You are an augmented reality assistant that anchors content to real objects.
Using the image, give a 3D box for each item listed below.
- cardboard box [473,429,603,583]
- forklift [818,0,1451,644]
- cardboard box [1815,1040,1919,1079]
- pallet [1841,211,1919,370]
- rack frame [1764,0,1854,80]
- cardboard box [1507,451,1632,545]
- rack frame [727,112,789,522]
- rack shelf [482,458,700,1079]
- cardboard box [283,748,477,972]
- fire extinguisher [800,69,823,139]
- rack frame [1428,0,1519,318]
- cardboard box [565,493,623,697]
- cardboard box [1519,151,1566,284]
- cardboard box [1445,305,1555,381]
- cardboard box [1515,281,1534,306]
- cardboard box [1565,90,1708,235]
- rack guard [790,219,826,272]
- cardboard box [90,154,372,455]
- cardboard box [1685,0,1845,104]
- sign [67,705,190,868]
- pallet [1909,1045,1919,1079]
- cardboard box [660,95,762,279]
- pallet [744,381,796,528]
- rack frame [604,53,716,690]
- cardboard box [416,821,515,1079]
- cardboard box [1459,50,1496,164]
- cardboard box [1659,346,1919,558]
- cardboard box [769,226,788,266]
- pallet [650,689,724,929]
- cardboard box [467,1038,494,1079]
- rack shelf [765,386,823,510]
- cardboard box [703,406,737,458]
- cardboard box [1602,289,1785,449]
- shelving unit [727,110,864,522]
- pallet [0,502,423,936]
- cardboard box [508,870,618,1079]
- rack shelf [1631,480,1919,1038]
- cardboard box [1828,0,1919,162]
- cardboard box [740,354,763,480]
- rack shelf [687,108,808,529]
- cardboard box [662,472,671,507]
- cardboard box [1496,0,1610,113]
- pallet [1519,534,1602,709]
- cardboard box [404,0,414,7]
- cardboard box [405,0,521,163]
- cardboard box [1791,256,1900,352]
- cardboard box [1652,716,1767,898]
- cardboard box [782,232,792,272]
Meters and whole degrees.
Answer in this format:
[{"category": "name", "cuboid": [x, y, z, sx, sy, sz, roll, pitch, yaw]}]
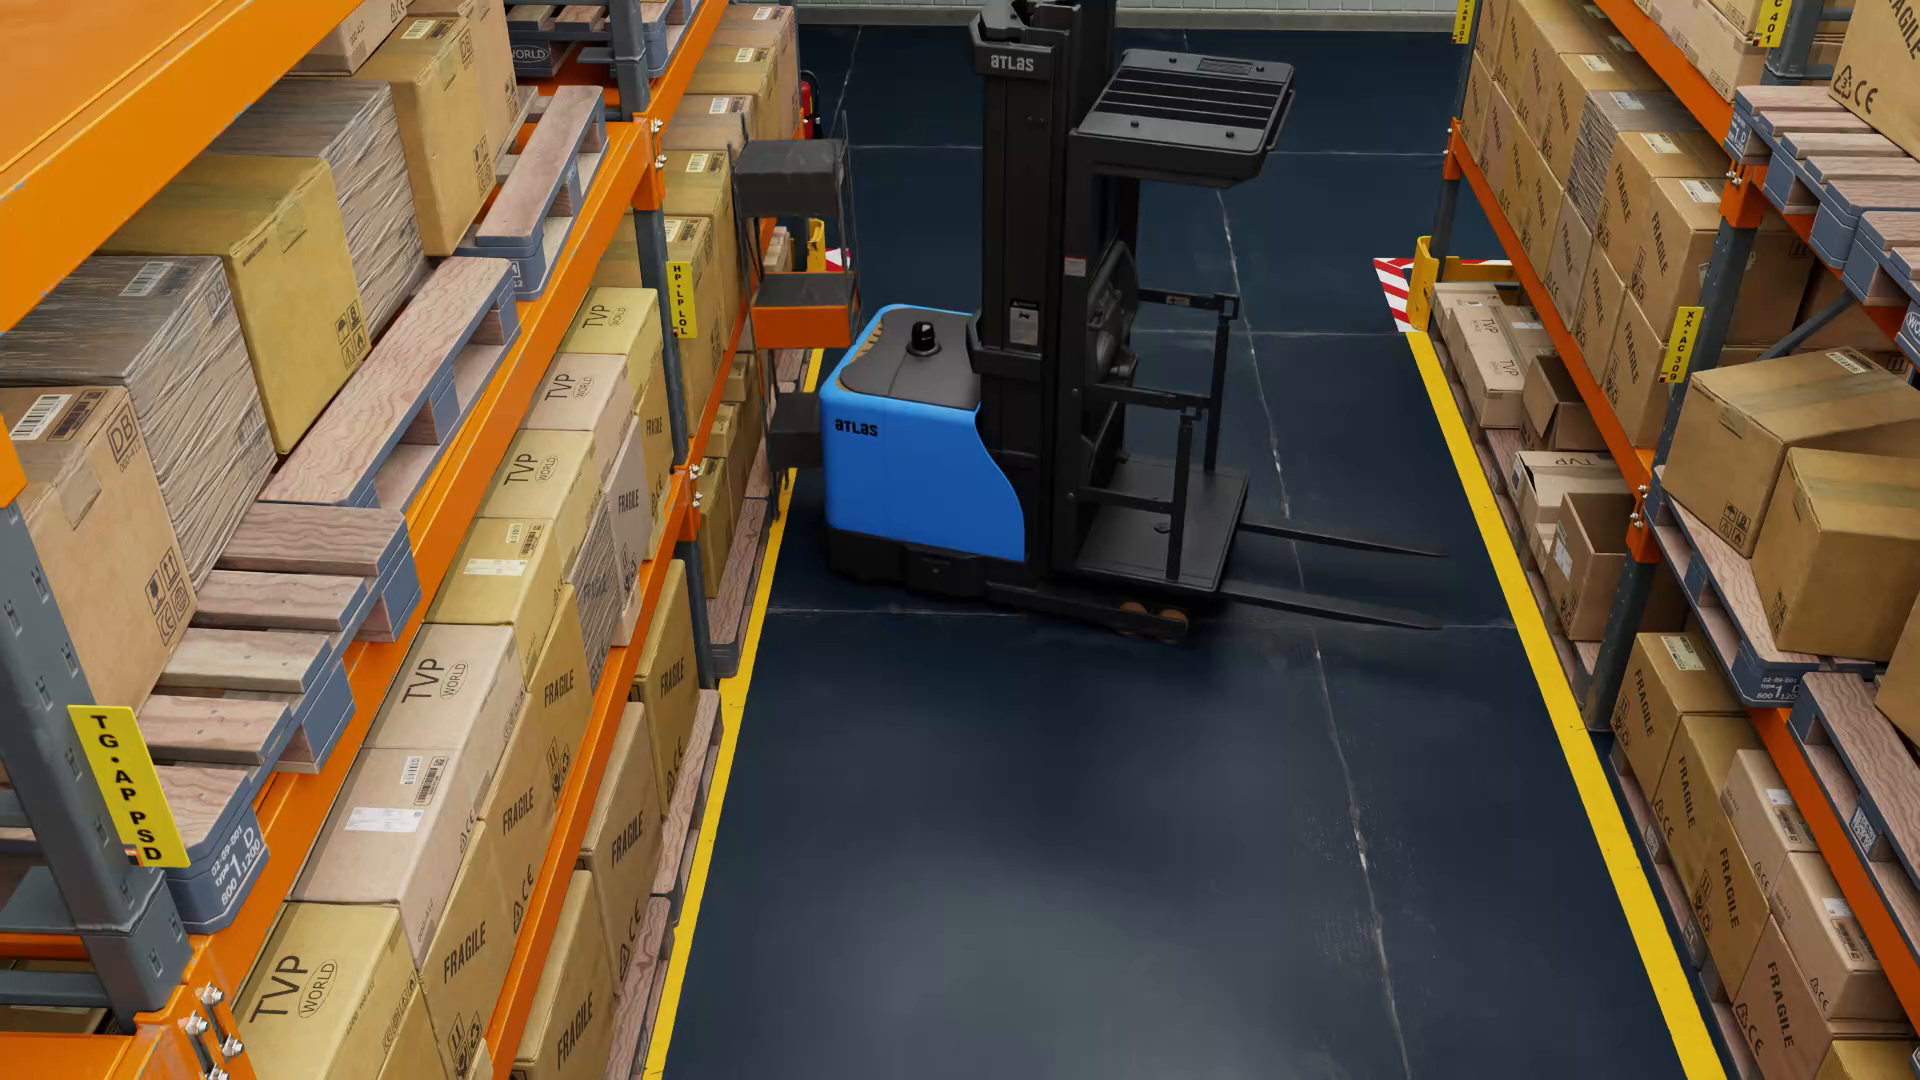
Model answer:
[{"category": "cardboard box", "cuboid": [-1.443, -0.116, 5.236, 0.500, 0.250, 0.500, 2, 35, 3]}, {"category": "forklift", "cuboid": [0.889, -1.043, 7.631, 3.031, 2.935, 1.130, 10, 36, 14]}, {"category": "cardboard box", "cuboid": [2.984, 1.914, 5.155, 0.500, 0.500, 0.500, 0, 35, 0]}, {"category": "pallet", "cuboid": [3.186, -0.568, 4.450, 1.213, 0.211, 1.003, 1, 35, 2]}, {"category": "rack frame", "cuboid": [3.321, -2.841, 4.912, 1.000, 3.000, 0.127, 1, 35, 2]}, {"category": "cardboard box", "cuboid": [3.090, -0.231, 8.372, 0.500, 0.311, 0.500, 1, 35, 2]}, {"category": "rack frame", "cuboid": [-1.005, -1.071, 8.392, 0.015, 2.100, 0.400, 0, 35, 4]}, {"category": "rack shelf", "cuboid": [-1.709, 0.944, 5.369, 1.077, 0.370, 4.000, 1, 35, 2]}, {"category": "cardboard box", "cuboid": [-1.493, 0.758, 3.993, 0.500, 0.250, 0.500, 1, 35, 1]}, {"category": "fire extinguisher", "cuboid": [-1.001, -2.689, 10.305, 0.296, 0.674, 0.183, 1, 35, 2]}, {"category": "rack frame", "cuboid": [3.481, -2.685, 9.907, 1.000, 3.000, 0.127, 1, 35, 2]}, {"category": "cardboard box", "cuboid": [-1.435, 0.183, 5.464, 0.500, 0.500, 0.500, 1, 35, 2]}, {"category": "cardboard box", "cuboid": [3.140, -1.605, 8.284, 0.500, 0.500, 0.500, 2, 35, 3]}, {"category": "cardboard box", "cuboid": [3.156, -1.147, 9.727, 0.500, 0.250, 0.500, 1, 35, 2]}, {"category": "cardboard box", "cuboid": [3.706, -1.524, 10.047, 0.500, 0.500, 0.500, 1, 35, 2]}, {"category": "cardboard box", "cuboid": [3.121, -1.717, 7.574, 0.500, 0.500, 0.500, 2, 35, 2]}, {"category": "rack guard", "cuboid": [-1.467, -1.788, 10.805, 1.175, 0.500, 0.348, 1, 35, 2]}, {"category": "cardboard box", "cuboid": [-1.824, -0.552, 3.794, 0.700, 0.500, 0.500, 3, 35, 4]}, {"category": "cardboard box", "cuboid": [3.075, -1.838, 6.224, 0.500, 0.250, 0.500, 1, 35, 2]}, {"category": "sign", "cuboid": [-1.248, 0.374, 2.496, 0.100, 0.325, 0.005, 1, 35, 2]}, {"category": "pallet", "cuboid": [3.117, 1.599, 3.979, 1.213, 0.211, 1.003, 1, 35, 2]}, {"category": "cardboard box", "cuboid": [-1.537, -1.770, 8.345, 0.980, 0.700, 0.700, 0, 35, 0]}, {"category": "pallet", "cuboid": [-1.474, -0.496, 9.218, 1.003, 0.211, 1.213, 1, 35, 2]}, {"category": "rack frame", "cuboid": [-1.629, -0.499, 6.797, 1.000, 3.000, 0.127, 1, 35, 2]}, {"category": "cardboard box", "cuboid": [-1.484, 1.055, 4.223, 0.500, 0.500, 0.500, 2, 35, 3]}, {"category": "cardboard box", "cuboid": [3.200, -2.477, 9.524, 0.500, 0.500, 0.500, 2, 35, 3]}, {"category": "cardboard box", "cuboid": [3.078, -0.332, 6.108, 0.700, 0.500, 0.500, -10, 36, -14]}, {"category": "cardboard box", "cuboid": [-1.220, -1.729, 9.792, 0.380, 0.149, 0.250, 1, 35, 1]}, {"category": "pallet", "cuboid": [-1.585, 1.087, 6.965, 1.003, 0.211, 1.213, 1, 35, 2]}, {"category": "cardboard box", "cuboid": [-1.431, 1.415, 4.275, 0.380, 0.149, 0.250, 2, 35, 3]}, {"category": "rack shelf", "cuboid": [-0.731, -0.486, 8.781, 0.480, 0.518, 0.431, 0, 35, 4]}, {"category": "cardboard box", "cuboid": [-1.300, -0.533, 8.090, 0.380, 0.149, 0.250, 2, 35, 3]}, {"category": "cardboard box", "cuboid": [3.085, -0.721, 7.026, 0.500, 0.500, 0.500, 2, 35, 3]}, {"category": "shelving unit", "cuboid": [-0.762, -1.071, 8.374, 0.503, 2.100, 0.431, 0, 35, 4]}, {"category": "pallet", "cuboid": [-1.817, 0.278, 3.247, 1.213, 0.211, 1.003, 3, 35, 4]}, {"category": "cardboard box", "cuboid": [-1.587, 1.584, 5.337, 0.750, 0.750, 0.750, 1, 35, 2]}, {"category": "rack shelf", "cuboid": [3.241, 1.057, 5.209, 1.077, 0.370, 4.000, 1, 35, 2]}, {"category": "cardboard box", "cuboid": [3.227, -1.580, 5.187, 0.600, 0.600, 0.600, -2, 35, -3]}, {"category": "cardboard box", "cuboid": [-1.450, -0.659, 8.833, 0.700, 0.500, 0.500, 2, 35, 3]}, {"category": "rack shelf", "cuboid": [-1.549, -1.354, 8.639, 1.077, 0.370, 4.000, 1, 35, 2]}, {"category": "cardboard box", "cuboid": [-1.360, -0.204, 6.578, 0.380, 0.149, 0.250, 2, 35, 2]}, {"category": "cardboard box", "cuboid": [3.187, -2.585, 8.809, 0.500, 0.500, 0.500, 2, 35, 2]}, {"category": "pallet", "cuboid": [3.349, 0.360, 8.000, 1.003, 0.211, 1.213, 1, 35, 2]}, {"category": "cardboard box", "cuboid": [-1.795, -1.751, 4.849, 0.500, 0.250, 0.500, 4, 35, 5]}, {"category": "cardboard box", "cuboid": [-1.774, -1.444, 5.063, 0.700, 0.500, 0.500, 0, 35, -1]}, {"category": "cardboard box", "cuboid": [3.621, -1.101, 6.697, 0.500, 0.500, 0.500, 2, 35, 3]}, {"category": "cardboard box", "cuboid": [3.048, 1.035, 6.406, 0.500, 0.500, 0.500, 2, 35, 3]}, {"category": "cardboard box", "cuboid": [-1.397, -1.542, 10.089, 0.700, 0.500, 0.500, 1, 35, 2]}]
